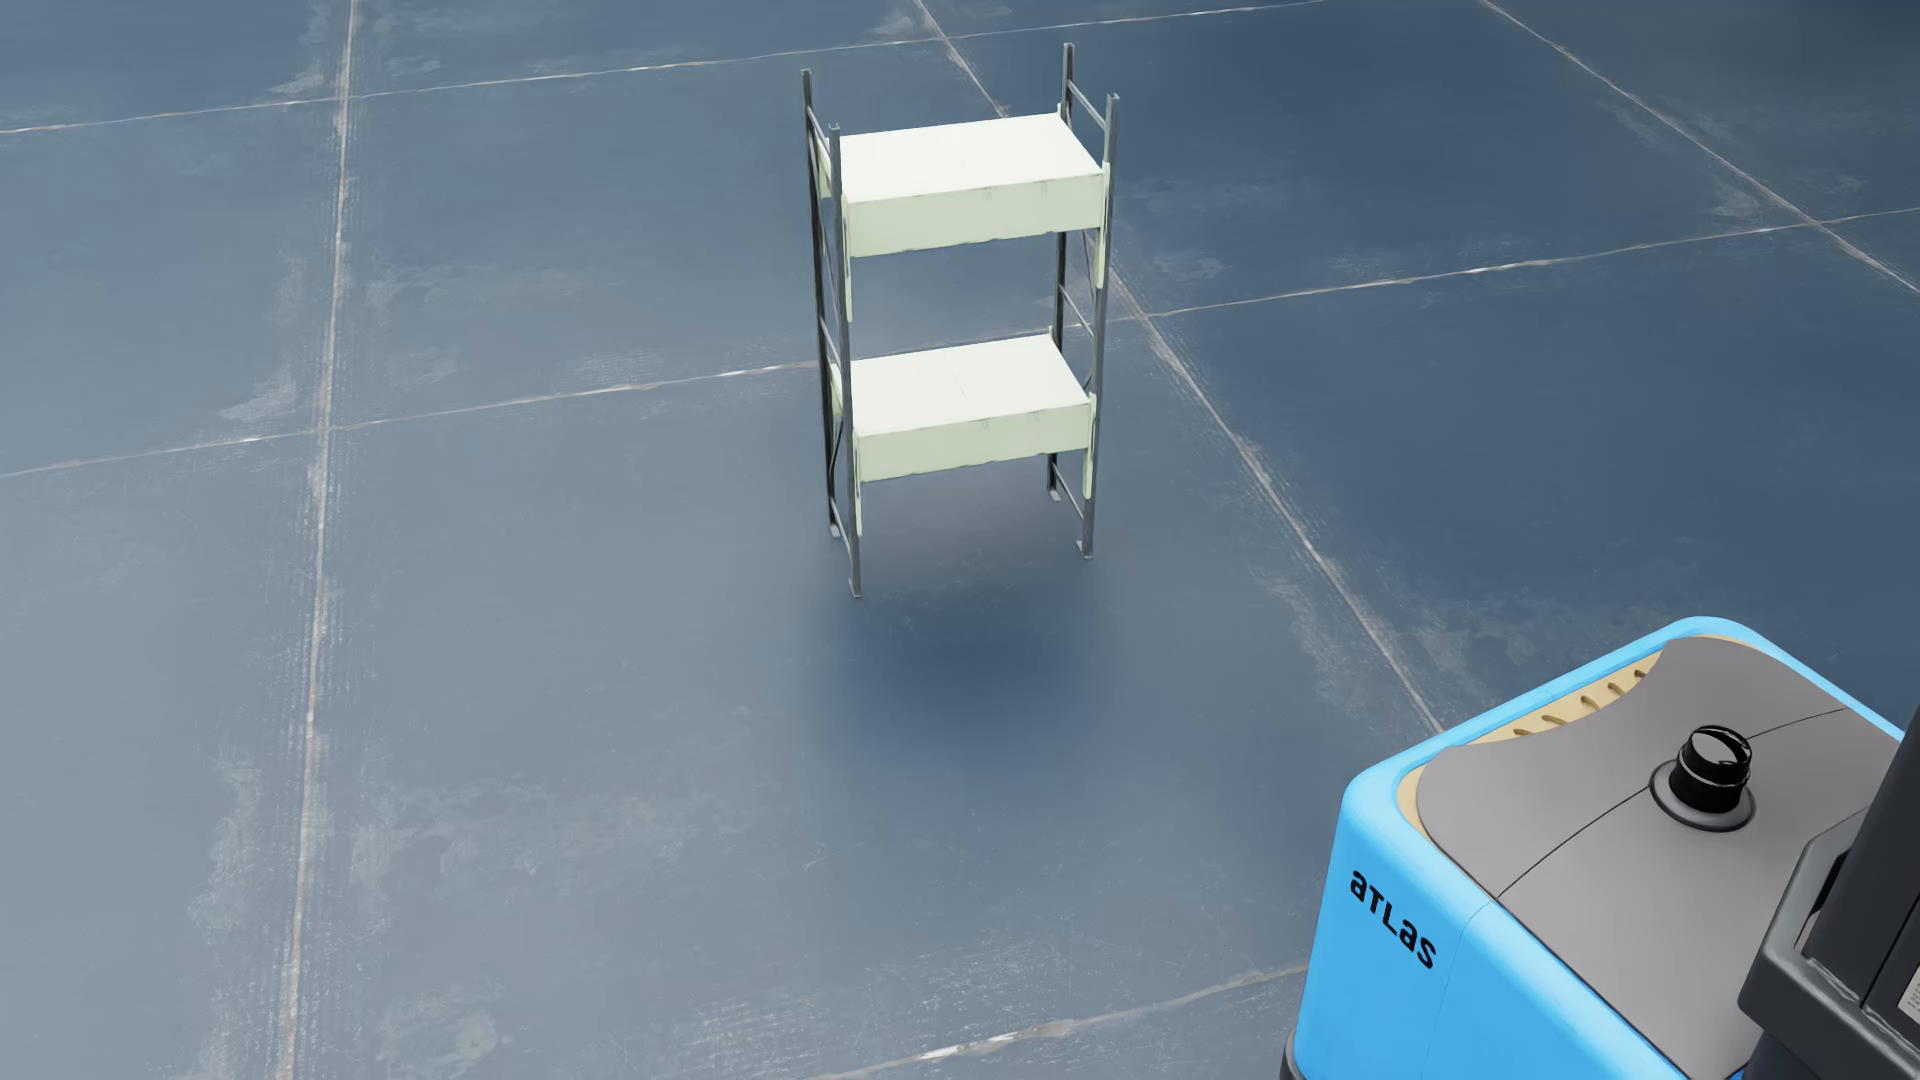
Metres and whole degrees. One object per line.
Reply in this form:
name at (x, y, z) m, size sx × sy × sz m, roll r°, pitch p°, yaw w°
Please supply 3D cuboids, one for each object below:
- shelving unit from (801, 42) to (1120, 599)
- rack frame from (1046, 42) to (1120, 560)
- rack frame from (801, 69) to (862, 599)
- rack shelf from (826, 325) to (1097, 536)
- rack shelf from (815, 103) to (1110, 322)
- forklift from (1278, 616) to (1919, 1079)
shelving unit at (-0.006, -0.595, 4.793) m, size 0.755 × 1.500 × 0.431 m, roll -9°, pitch 38°, yaw -12°
rack frame at (0.347, -0.653, 4.869) m, size 0.023 × 1.500 × 0.400 m, roll -9°, pitch 38°, yaw -12°
rack frame at (-0.360, -0.537, 4.717) m, size 0.023 × 1.500 × 0.400 m, roll -9°, pitch 38°, yaw -12°
rack shelf at (-0.006, -0.336, 4.991) m, size 0.720 × 0.370 × 0.431 m, roll -9°, pitch 38°, yaw -12°
rack shelf at (-0.006, -0.905, 4.556) m, size 0.720 × 0.370 × 0.431 m, roll -9°, pitch 38°, yaw -12°
forklift at (1.840, 0.737, 1.874) m, size 1.130 × 2.935 × 3.031 m, roll -20°, pitch 42°, yaw -24°
